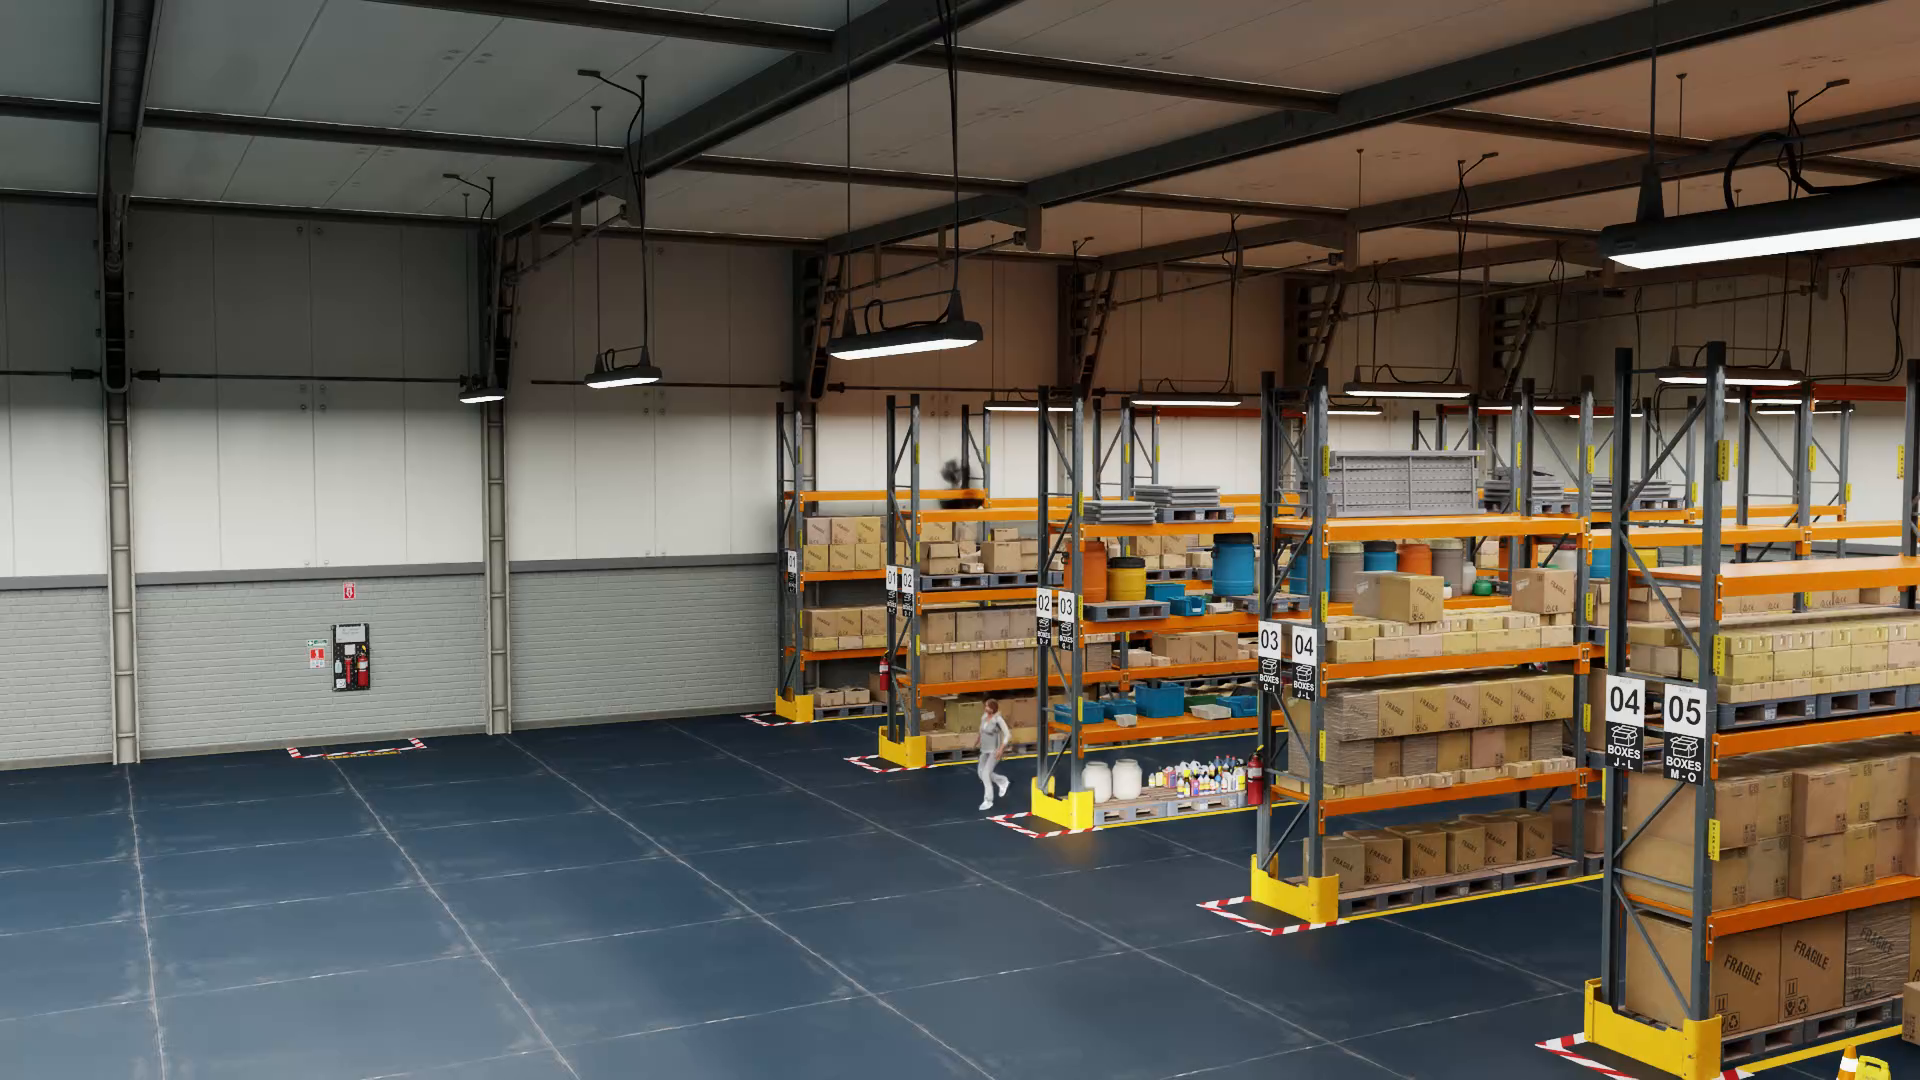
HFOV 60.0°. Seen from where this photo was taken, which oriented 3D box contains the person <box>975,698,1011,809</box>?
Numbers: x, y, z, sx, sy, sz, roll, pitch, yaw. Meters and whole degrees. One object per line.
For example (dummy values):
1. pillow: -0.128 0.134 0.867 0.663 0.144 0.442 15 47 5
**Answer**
1. person: 0.483 3.048 23.835 0.578 1.577 0.575 -3 4 -39
